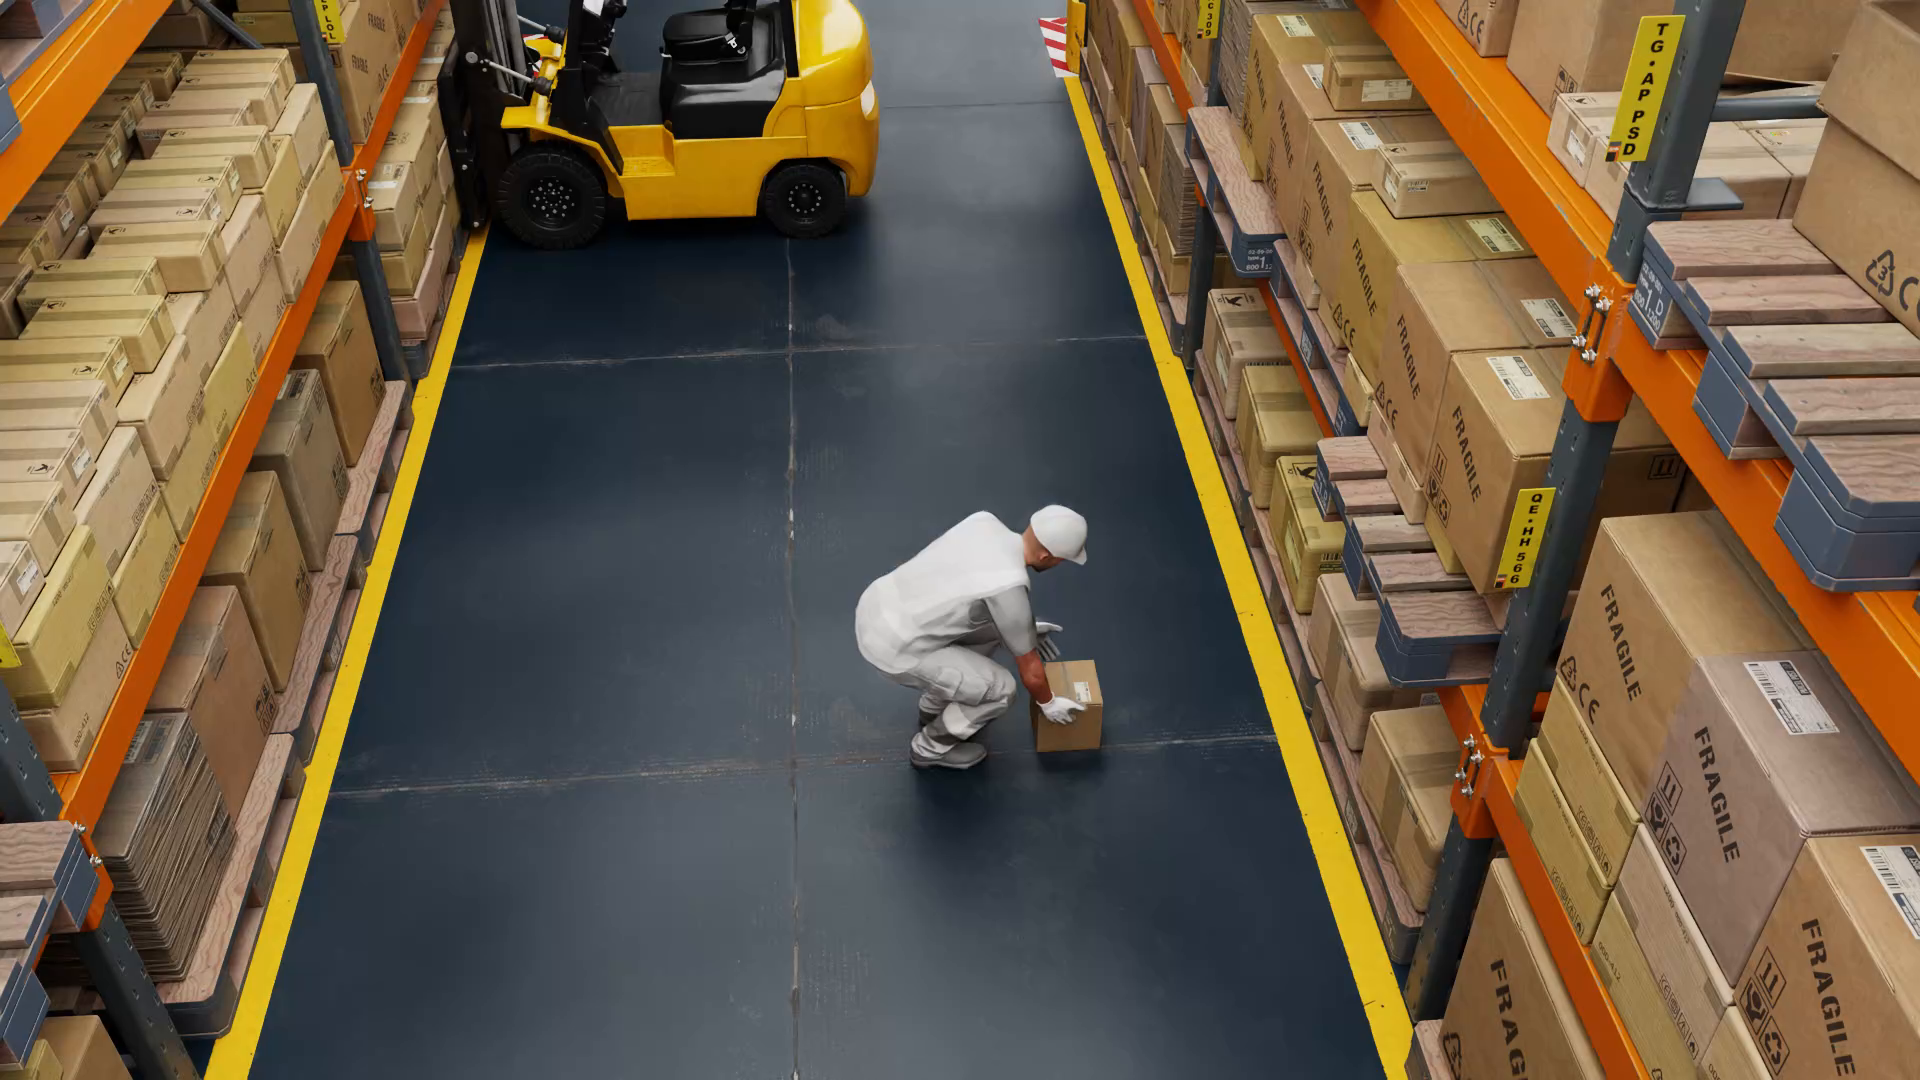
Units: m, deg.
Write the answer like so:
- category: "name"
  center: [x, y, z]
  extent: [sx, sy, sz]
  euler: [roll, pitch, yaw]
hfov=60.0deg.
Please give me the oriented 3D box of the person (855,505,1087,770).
- category: "person"
  center: [0.039, 0.338, 6.295]
  extent: [0.870, 1.065, 0.577]
  euler: [-3, 39, -4]
